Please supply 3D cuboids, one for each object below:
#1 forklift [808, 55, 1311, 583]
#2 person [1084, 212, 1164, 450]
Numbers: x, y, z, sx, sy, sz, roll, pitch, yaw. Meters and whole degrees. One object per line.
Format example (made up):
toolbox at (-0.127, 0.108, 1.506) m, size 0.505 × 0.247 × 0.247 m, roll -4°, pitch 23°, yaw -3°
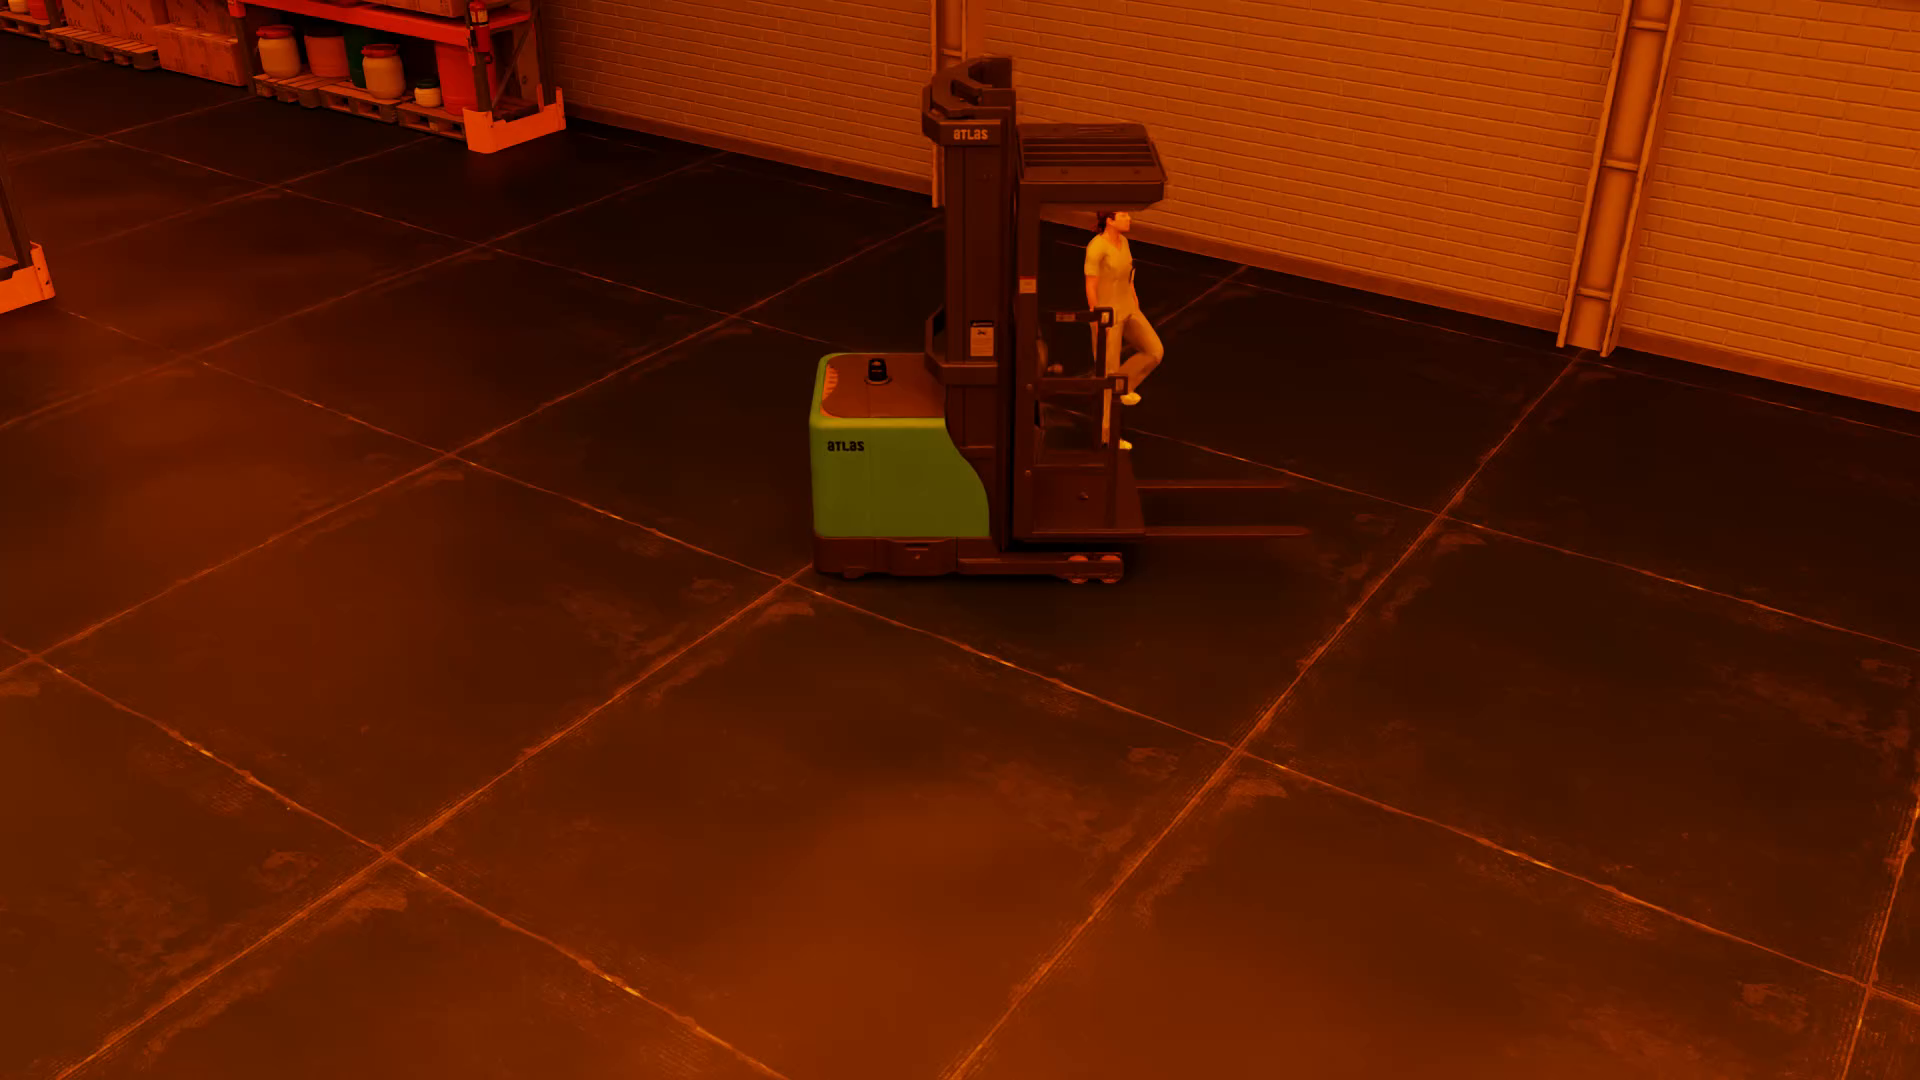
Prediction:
forklift at (0.622, -1.275, 9.777) m, size 3.031 × 2.935 × 1.130 m, roll 0°, pitch 30°, yaw 0°
person at (1.088, -1.498, 11.318) m, size 0.545 × 1.673 × 0.549 m, roll 19°, pitch 35°, yaw 29°
